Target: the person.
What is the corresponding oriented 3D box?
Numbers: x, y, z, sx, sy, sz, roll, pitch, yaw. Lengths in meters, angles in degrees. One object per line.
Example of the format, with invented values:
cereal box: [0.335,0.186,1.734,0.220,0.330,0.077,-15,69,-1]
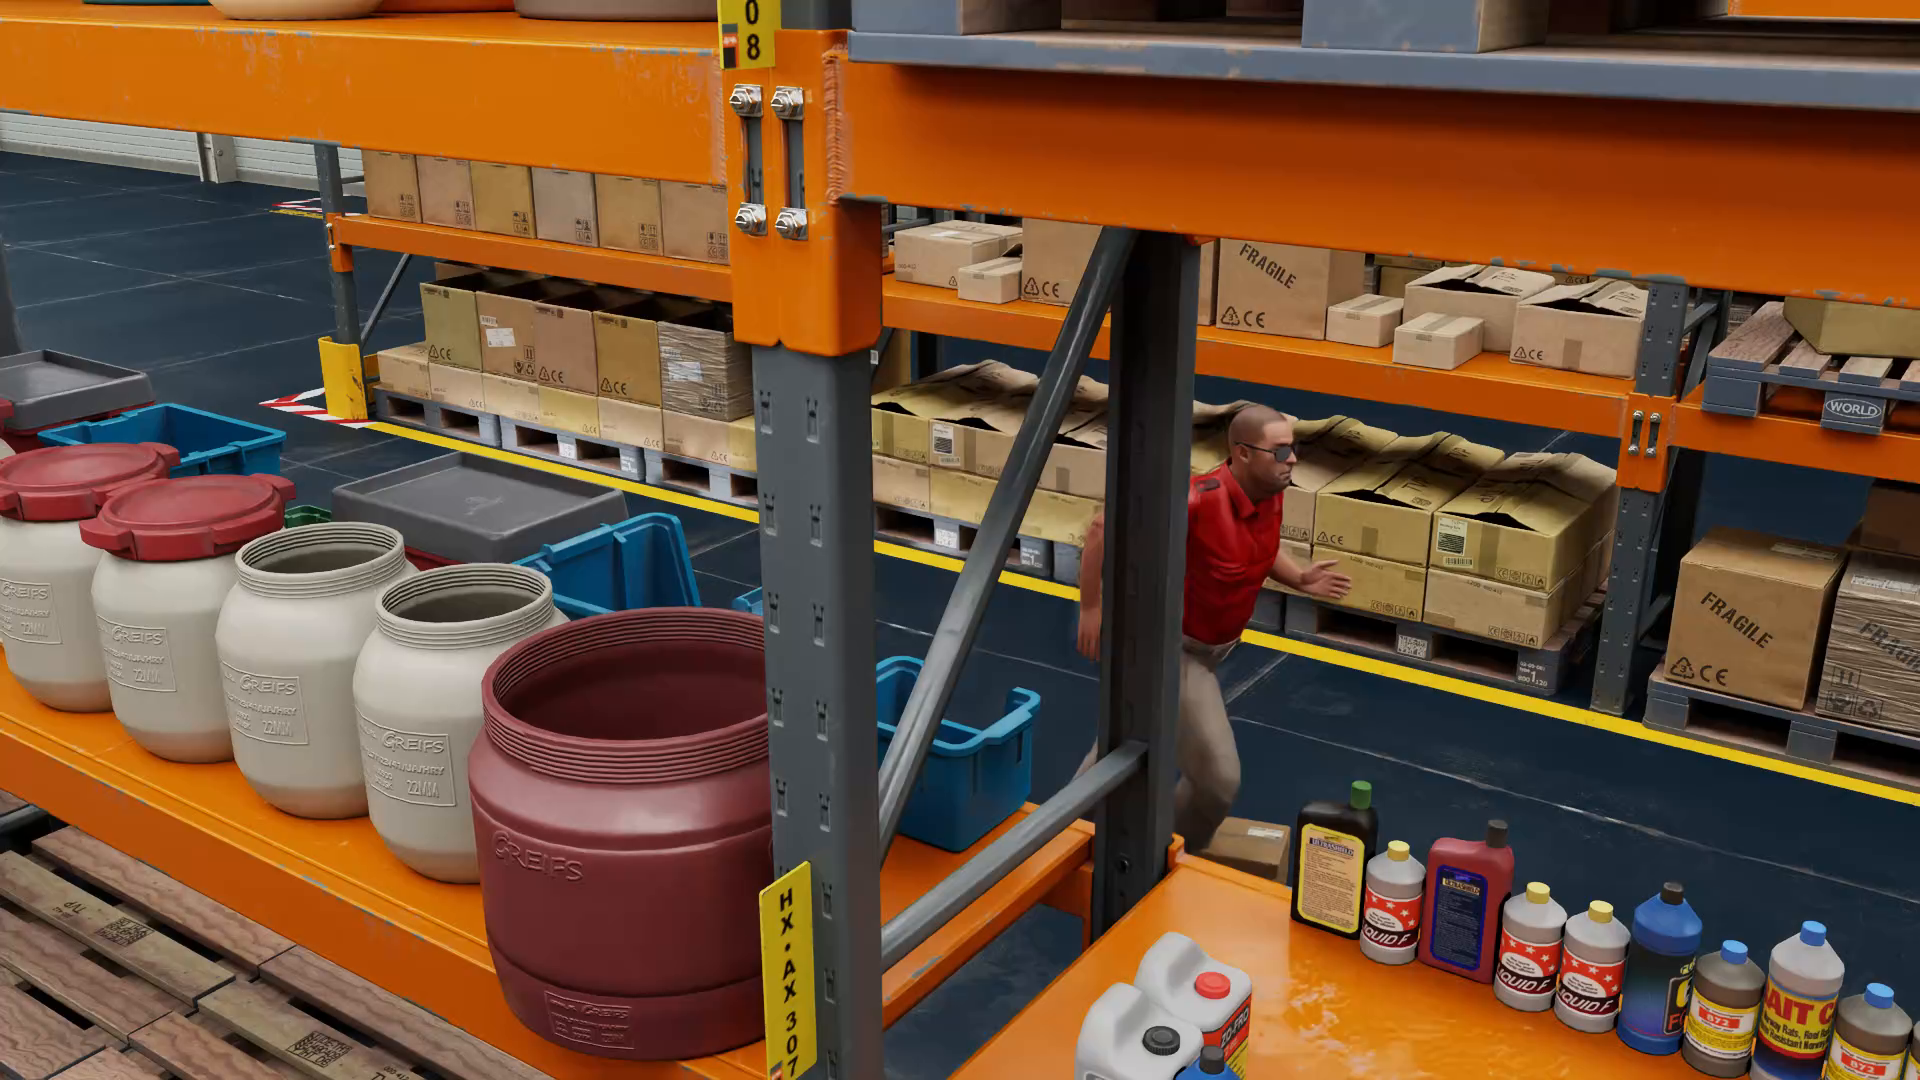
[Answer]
person: [0.701,0.363,5.195,0.981,1.663,0.652,11,22,28]
